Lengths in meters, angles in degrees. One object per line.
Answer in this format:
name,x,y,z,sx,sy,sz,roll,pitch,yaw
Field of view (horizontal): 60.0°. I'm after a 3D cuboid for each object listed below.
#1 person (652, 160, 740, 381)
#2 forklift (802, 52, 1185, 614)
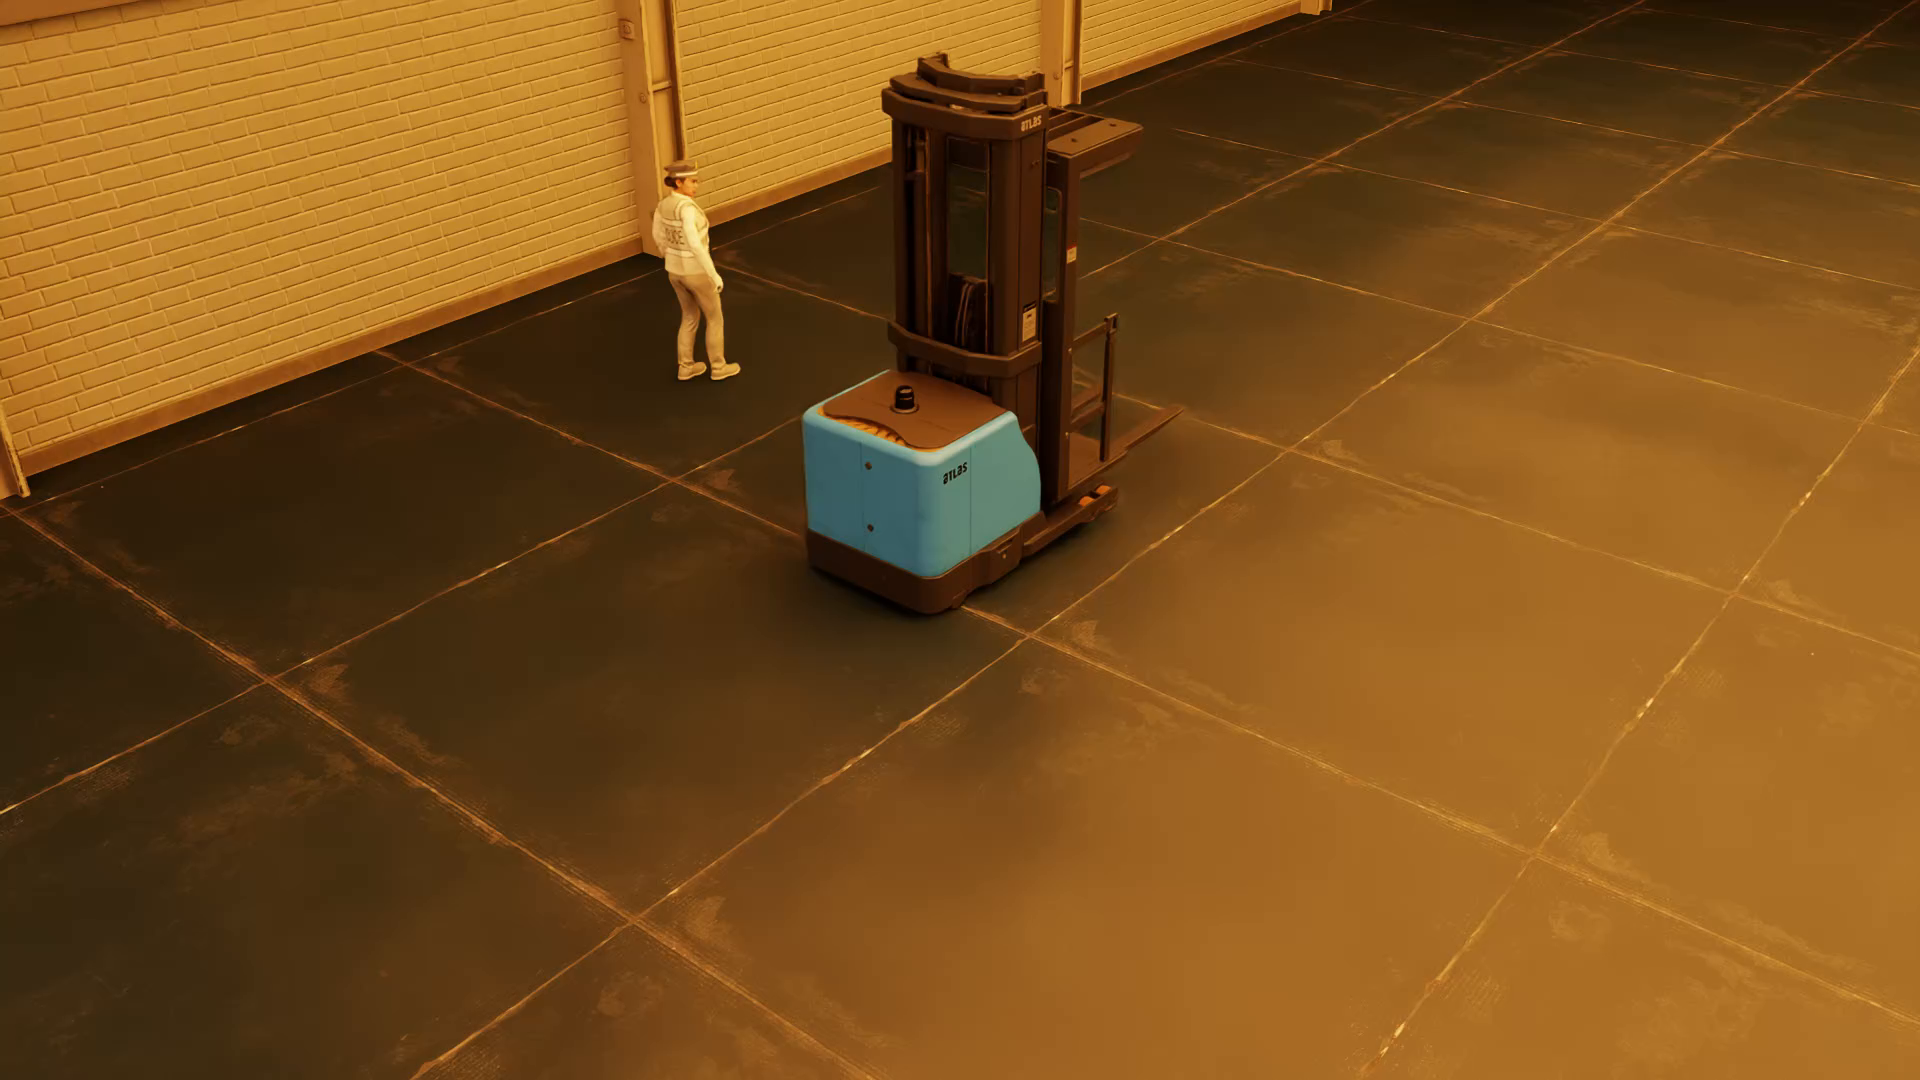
person,-1.940,-1.984,12.254,0.677,1.660,0.451,24,38,35
forklift,0.373,-1.516,10.190,1.130,2.935,3.031,22,37,33
